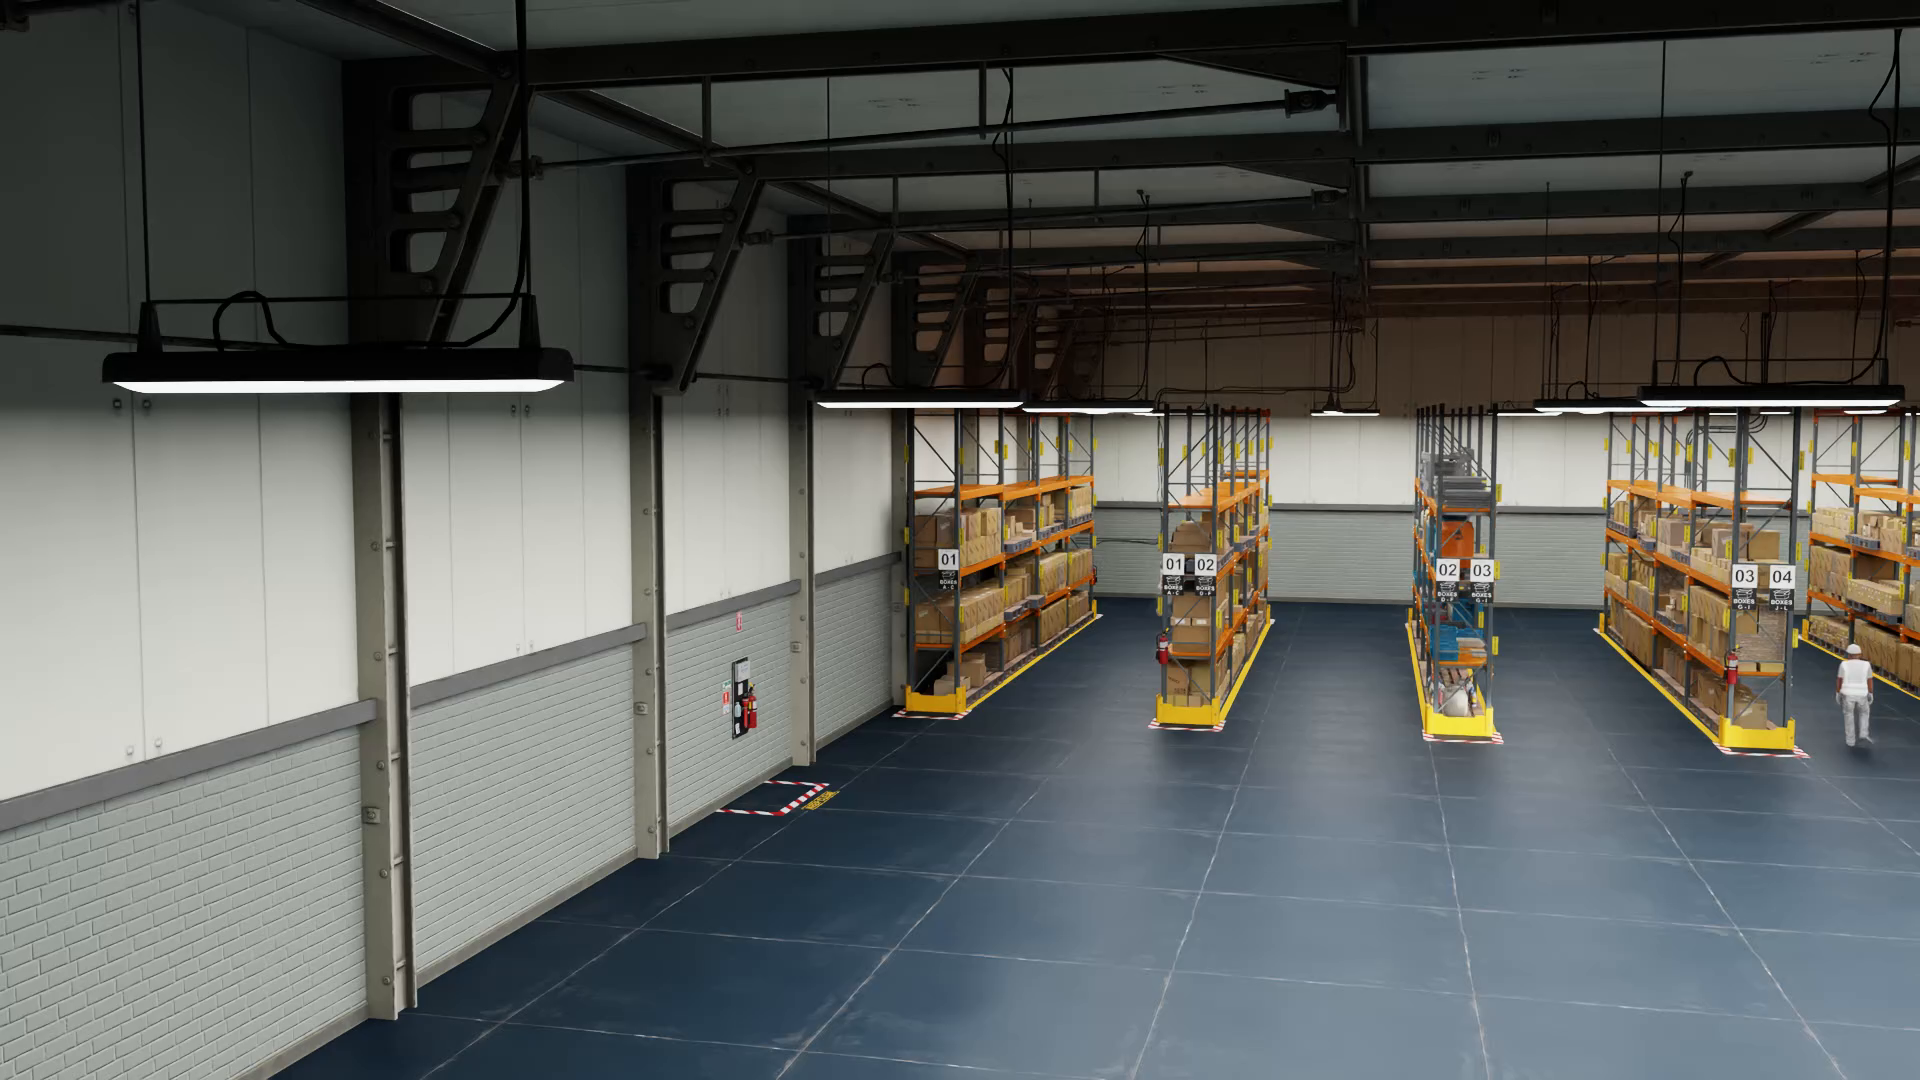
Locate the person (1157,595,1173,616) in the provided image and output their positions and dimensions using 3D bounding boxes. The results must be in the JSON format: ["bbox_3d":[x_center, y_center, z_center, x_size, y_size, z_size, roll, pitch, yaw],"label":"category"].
[{"bbox_3d":[6.063,1.399,47.890,0.787,1.655,0.483,1,4,10],"label":"person"}]

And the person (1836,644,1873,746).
[{"bbox_3d":[15.650,2.718,29.081,0.586,1.785,0.521,1,4,18],"label":"person"}]
